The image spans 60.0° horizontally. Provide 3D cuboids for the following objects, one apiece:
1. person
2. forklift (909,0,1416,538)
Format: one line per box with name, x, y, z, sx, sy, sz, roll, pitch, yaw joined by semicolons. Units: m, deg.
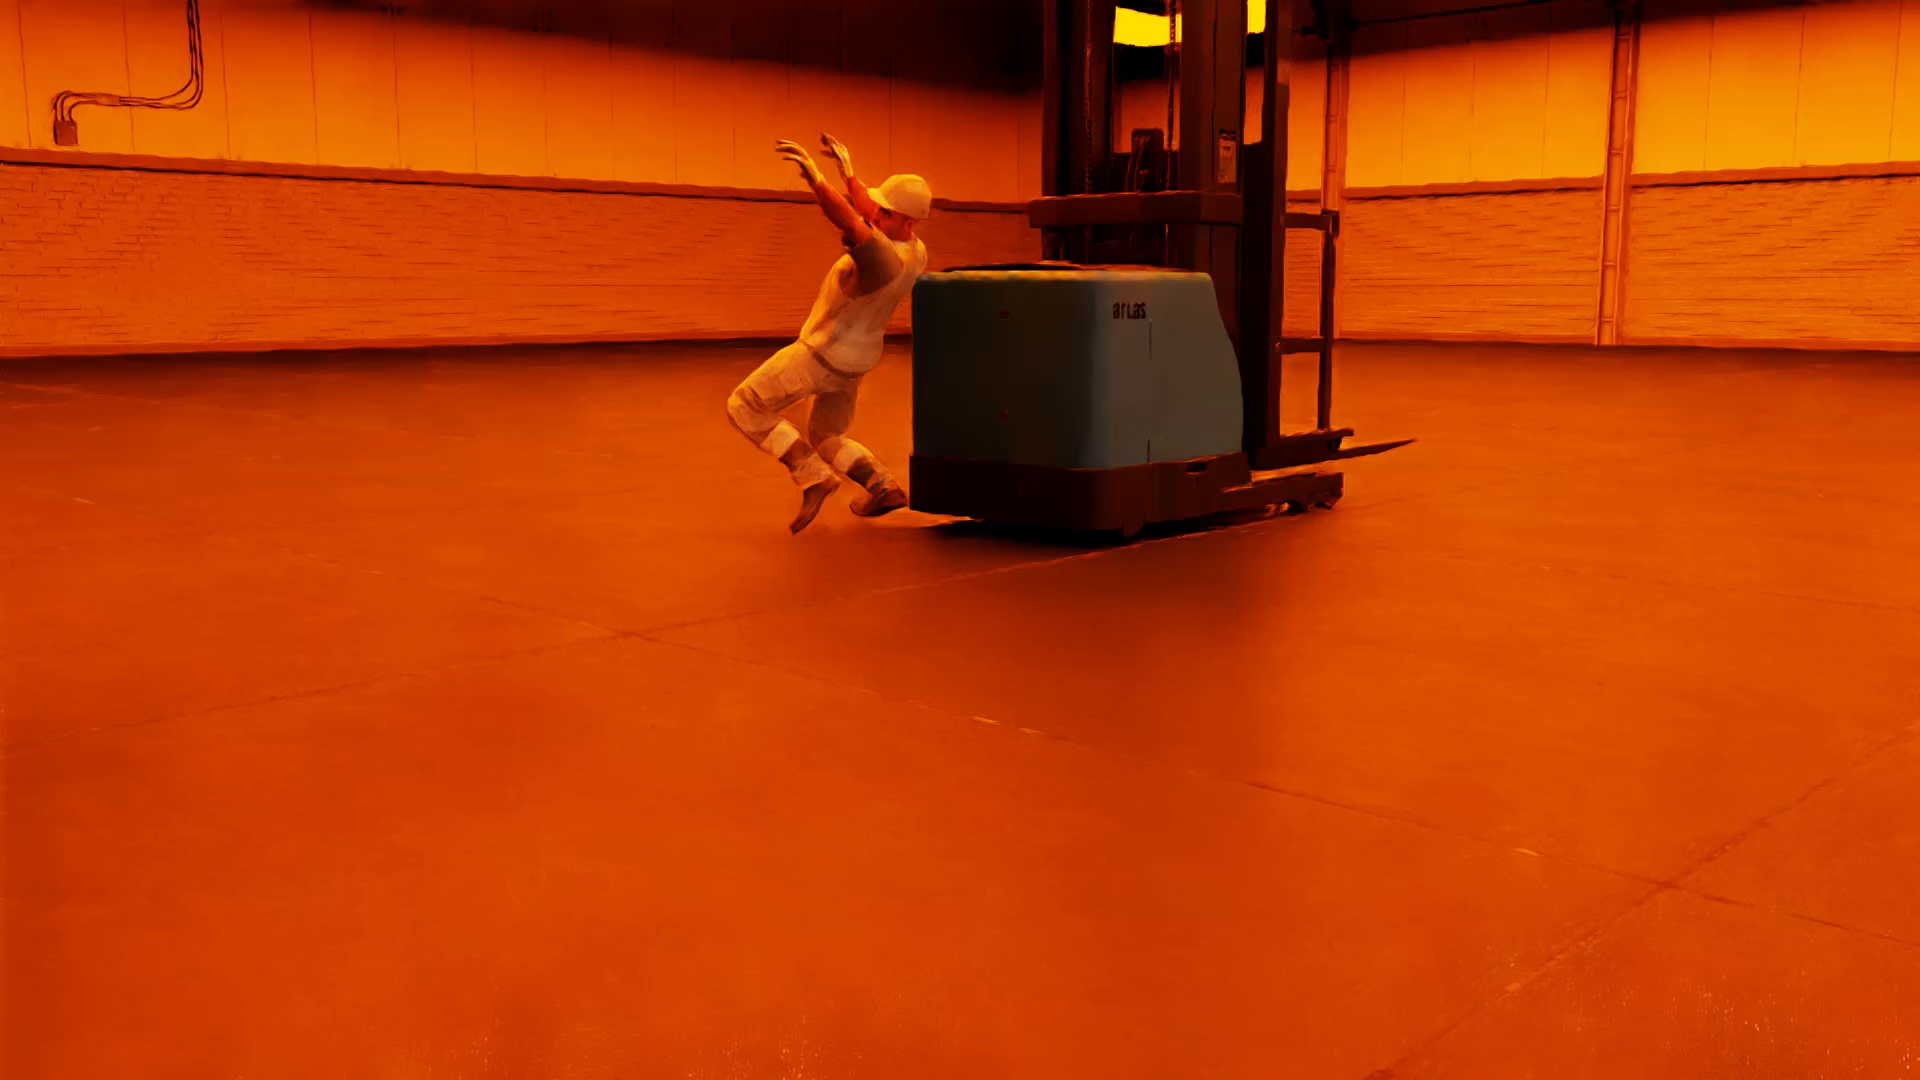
person;-0.534;-0.857;6.834;0.804;1.674;1.053;3;9;22
forklift;1.141;-1.626;7.674;1.130;2.935;3.031;8;11;41
